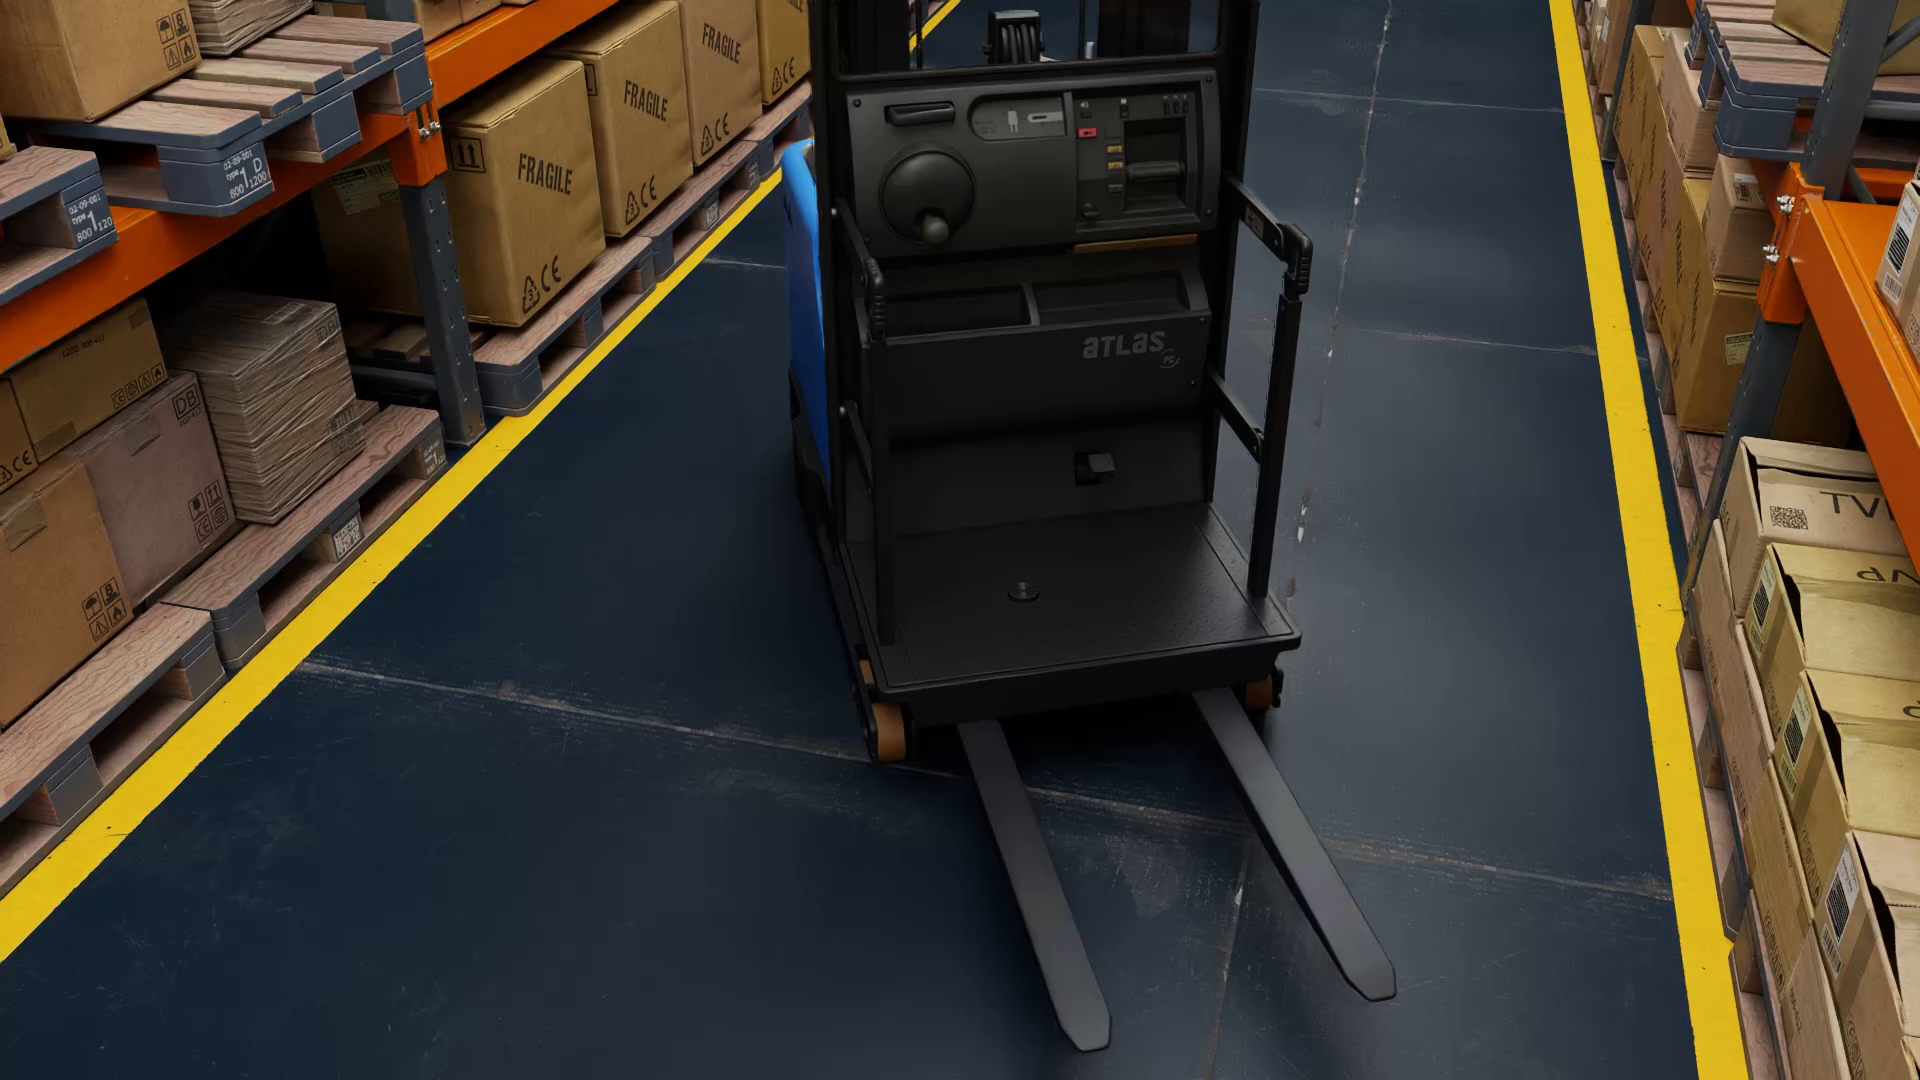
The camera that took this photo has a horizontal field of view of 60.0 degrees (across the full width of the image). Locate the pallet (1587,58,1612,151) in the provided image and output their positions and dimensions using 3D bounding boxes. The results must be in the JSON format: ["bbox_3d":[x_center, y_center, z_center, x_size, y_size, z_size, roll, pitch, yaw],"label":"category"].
[{"bbox_3d":[3.823,-2.263,8.613,1.003,0.211,1.213,8,33,12],"label":"pallet"}]

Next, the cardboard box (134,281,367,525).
[{"bbox_3d":[-2.292,-0.430,5.051,0.700,0.500,0.500,8,33,13],"label":"cardboard box"}]

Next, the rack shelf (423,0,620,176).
[{"bbox_3d":[-1.653,-2.414,6.923,1.077,0.370,4.000,8,33,12],"label":"rack shelf"}]

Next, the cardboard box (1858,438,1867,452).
[{"bbox_3d":[3.024,-0.336,4.902,0.500,0.500,0.500,9,34,14],"label":"cardboard box"}]

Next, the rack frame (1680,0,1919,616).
[{"bbox_3d":[2.632,-1.008,4.039,1.000,3.000,0.127,8,33,12],"label":"rack frame"}]

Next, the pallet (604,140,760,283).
[{"bbox_3d":[-1.576,-1.533,7.465,1.003,0.211,1.213,8,33,12],"label":"pallet"}]

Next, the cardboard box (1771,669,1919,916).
[{"bbox_3d":[1.959,0.509,3.303,0.500,0.311,0.500,7,33,11],"label":"cardboard box"}]

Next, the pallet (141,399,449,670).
[{"bbox_3d":[-2.360,-0.098,5.208,1.003,0.211,1.213,8,33,12],"label":"pallet"}]

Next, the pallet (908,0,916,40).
[{"bbox_3d":[-0.876,-2.963,9.714,1.003,0.211,1.213,8,33,12],"label":"pallet"}]

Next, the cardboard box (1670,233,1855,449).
[{"bbox_3d":[2.643,-0.656,5.405,0.500,0.500,0.500,9,34,14],"label":"cardboard box"}]

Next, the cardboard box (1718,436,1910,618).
[{"bbox_3d":[2.215,-0.029,4.149,0.500,0.311,0.500,9,34,14],"label":"cardboard box"}]

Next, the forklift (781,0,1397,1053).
[{"bbox_3d":[0.238,-0.878,3.898,1.130,2.935,3.031,-7,33,-10],"label":"forklift"}]

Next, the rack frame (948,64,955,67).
[{"bbox_3d":[0.060,-1.021,5.738,0.240,1.200,0.015,22,38,30],"label":"rack frame"}]

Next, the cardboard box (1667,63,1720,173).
[{"bbox_3d":[2.908,-1.533,6.087,0.500,0.250,0.500,7,33,11],"label":"cardboard box"}]

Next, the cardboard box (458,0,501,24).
[{"bbox_3d":[-1.780,-1.851,5.582,0.380,0.149,0.250,8,33,13],"label":"cardboard box"}]

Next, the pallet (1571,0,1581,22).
[{"bbox_3d":[4.442,-3.529,10.605,1.003,0.211,1.213,8,33,12],"label":"pallet"}]

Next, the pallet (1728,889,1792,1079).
[{"bbox_3d":[2.074,1.222,3.131,1.003,0.211,1.213,8,33,12],"label":"pallet"}]

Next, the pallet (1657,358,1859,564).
[{"bbox_3d":[2.858,-0.213,5.389,1.003,0.211,1.213,8,33,12],"label":"pallet"}]

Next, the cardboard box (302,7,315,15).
[{"bbox_3d":[-2.325,-1.786,5.480,0.380,0.149,0.250,9,33,13],"label":"cardboard box"}]

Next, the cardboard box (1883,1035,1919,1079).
[{"bbox_3d":[1.698,1.036,2.473,0.500,0.311,0.500,8,33,12],"label":"cardboard box"}]

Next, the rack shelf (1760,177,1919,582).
[{"bbox_3d":[2.125,0.334,2.600,1.077,0.370,4.000,8,33,12],"label":"rack shelf"}]

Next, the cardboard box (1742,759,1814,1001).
[{"bbox_3d":[1.963,0.739,3.463,0.500,0.250,0.500,7,33,11],"label":"cardboard box"}]

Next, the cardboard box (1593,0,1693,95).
[{"bbox_3d":[3.518,-2.548,8.383,0.500,0.500,0.500,8,33,12],"label":"cardboard box"}]

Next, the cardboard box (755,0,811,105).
[{"bbox_3d":[-1.184,-2.671,8.268,0.750,0.750,0.750,8,33,13],"label":"cardboard box"}]

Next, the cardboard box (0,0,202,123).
[{"bbox_3d":[-2.385,-1.369,4.104,0.700,0.500,0.500,5,33,8],"label":"cardboard box"}]

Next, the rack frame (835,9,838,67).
[{"bbox_3d":[-1.145,-3.756,8.362,1.000,3.000,0.127,8,33,12],"label":"rack frame"}]

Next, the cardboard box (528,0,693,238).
[{"bbox_3d":[-1.618,-1.768,6.847,0.750,0.750,0.750,8,33,12],"label":"cardboard box"}]

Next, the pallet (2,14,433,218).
[{"bbox_3d":[-2.238,-1.215,4.544,1.213,0.211,1.003,8,33,12],"label":"pallet"}]

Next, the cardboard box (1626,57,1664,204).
[{"bbox_3d":[3.164,-1.718,7.076,0.500,0.500,0.500,8,33,13],"label":"cardboard box"}]

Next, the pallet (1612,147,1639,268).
[{"bbox_3d":[3.478,-1.479,7.380,1.003,0.211,1.213,8,33,12],"label":"pallet"}]

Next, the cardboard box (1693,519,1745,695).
[{"bbox_3d":[2.215,0.207,4.300,0.500,0.250,0.500,8,33,12],"label":"cardboard box"}]

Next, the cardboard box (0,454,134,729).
[{"bbox_3d":[-2.634,0.083,4.243,0.700,0.500,0.500,8,33,12],"label":"cardboard box"}]

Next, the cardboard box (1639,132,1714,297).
[{"bbox_3d":[2.901,-1.197,6.258,0.500,0.500,0.500,7,33,11],"label":"cardboard box"}]

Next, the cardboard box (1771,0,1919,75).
[{"bbox_3d":[2.683,-1.569,4.438,0.700,0.500,0.500,-3,33,-4],"label":"cardboard box"}]

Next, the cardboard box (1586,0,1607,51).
[{"bbox_3d":[3.708,-2.858,9.046,0.500,0.311,0.500,8,33,12],"label":"cardboard box"}]

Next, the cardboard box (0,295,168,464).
[{"bbox_3d":[-2.498,-0.459,4.398,0.500,0.250,0.500,9,33,13],"label":"cardboard box"}]

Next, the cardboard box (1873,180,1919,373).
[{"bbox_3d":[2.218,-0.532,3.374,0.500,0.311,0.500,8,33,12],"label":"cardboard box"}]

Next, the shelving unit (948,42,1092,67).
[{"bbox_3d":[0.207,-1.126,5.902,0.258,1.200,0.503,22,38,30],"label":"shelving unit"}]
